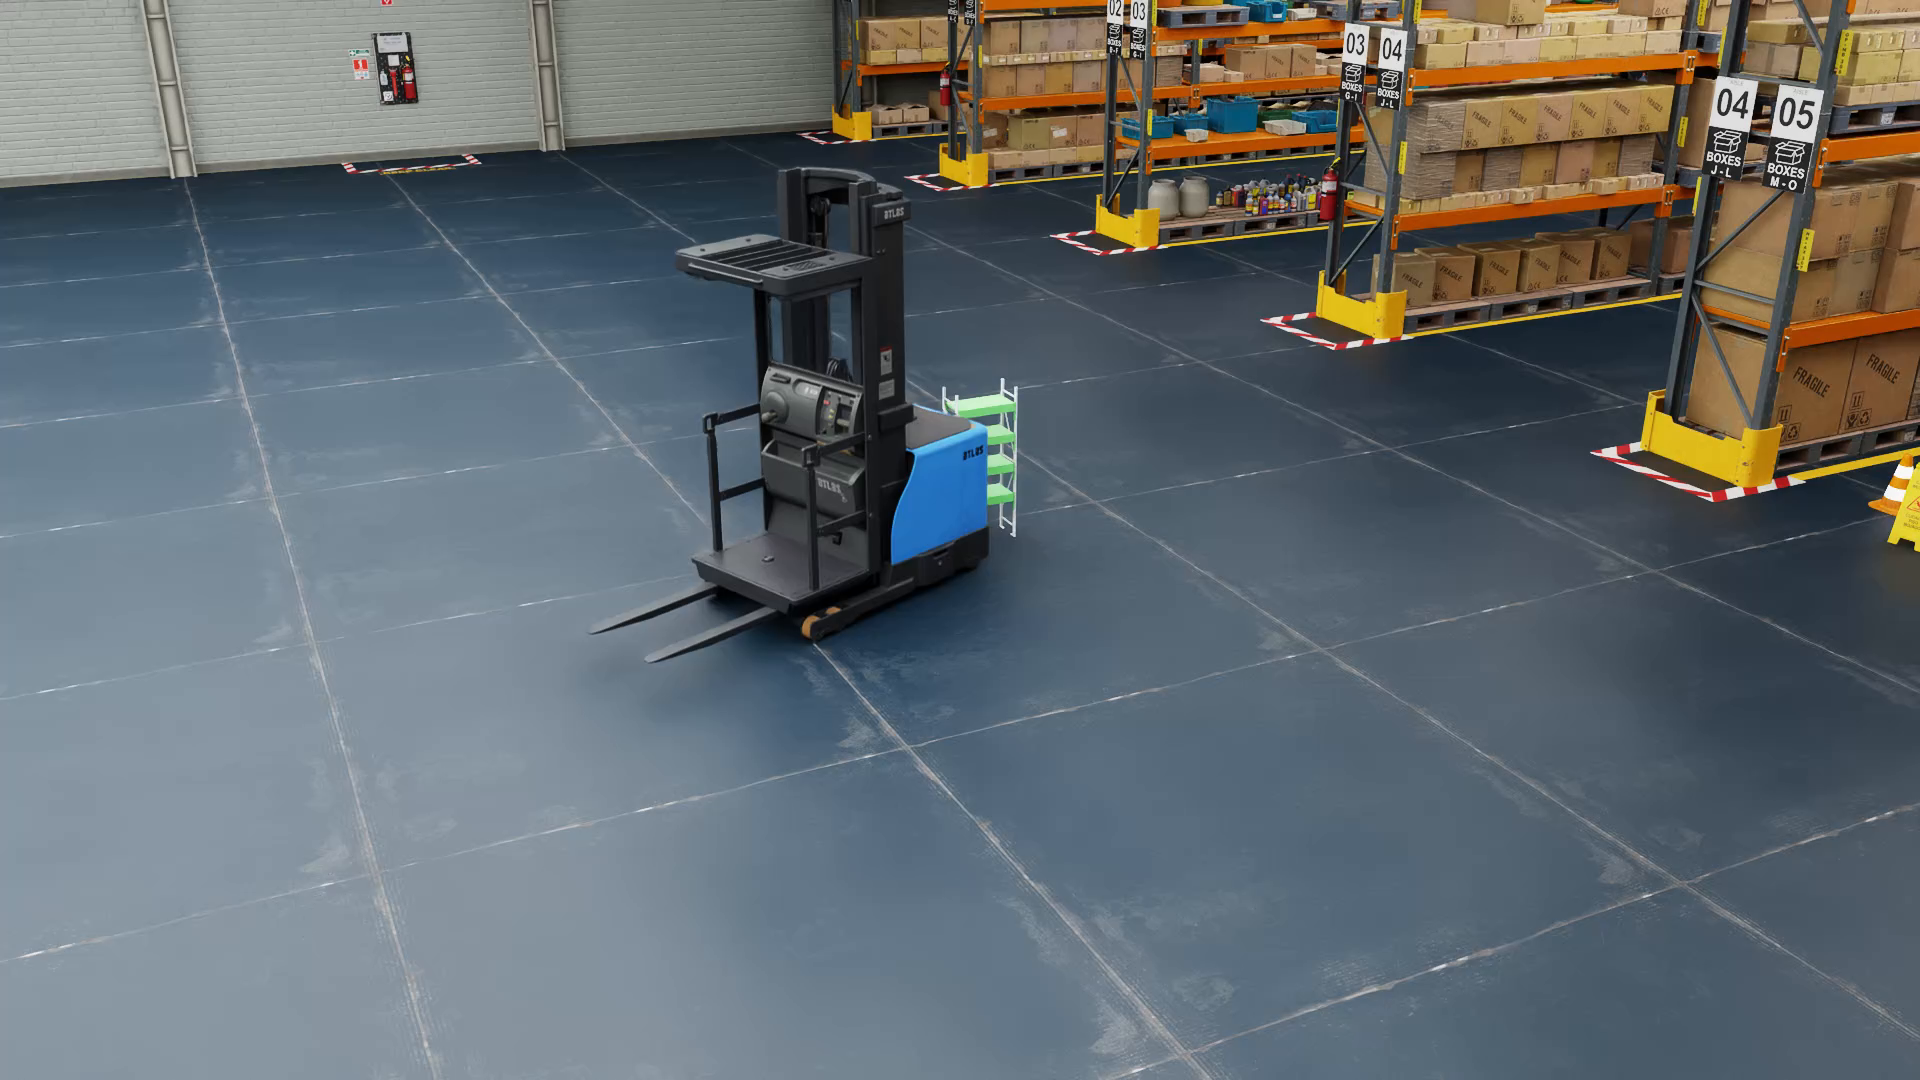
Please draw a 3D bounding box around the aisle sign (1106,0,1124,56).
[{"bbox_3d":[2.029,-6.767,21.776,0.004,0.787,0.394,-10,25,-24],"label":"aisle sign"}]

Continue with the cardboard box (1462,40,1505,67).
[{"bbox_3d":[5.379,-5.163,17.576,0.500,0.250,0.500,-11,25,-25],"label":"cardboard box"}]

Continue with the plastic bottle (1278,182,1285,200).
[{"bbox_3d":[4.633,-5.022,23.952,0.097,0.271,0.097,0,22,0],"label":"plastic bottle"}]

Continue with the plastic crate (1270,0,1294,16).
[{"bbox_3d":[4.287,-7.259,22.719,0.450,0.188,0.336,-10,25,-24],"label":"plastic crate"}]

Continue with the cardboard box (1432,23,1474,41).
[{"bbox_3d":[5.169,-5.329,17.455,0.250,0.149,0.380,-11,25,-25],"label":"cardboard box"}]

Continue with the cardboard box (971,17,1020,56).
[{"bbox_3d":[0.552,-7.910,26.110,0.500,0.500,0.700,-10,25,-23],"label":"cardboard box"}]

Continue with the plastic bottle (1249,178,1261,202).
[{"bbox_3d":[4.199,-4.994,23.782,0.185,0.351,0.144,-9,24,-21],"label":"plastic bottle"}]

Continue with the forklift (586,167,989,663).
[{"bbox_3d":[-1.151,-0.899,11.090,1.130,2.935,3.031,19,29,39],"label":"forklift"}]

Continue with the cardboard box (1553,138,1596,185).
[{"bbox_3d":[6.670,-4.373,18.874,0.500,0.500,0.875,-10,25,-24],"label":"cardboard box"}]

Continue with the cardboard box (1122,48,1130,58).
[{"bbox_3d":[2.612,-7.905,26.946,0.250,0.149,0.380,-11,25,-24],"label":"cardboard box"}]

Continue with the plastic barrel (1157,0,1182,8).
[{"bbox_3d":[2.606,-7.378,21.619,0.708,0.830,0.600,-10,25,-24],"label":"plastic barrel"}]

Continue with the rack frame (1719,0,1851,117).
[{"bbox_3d":[6.431,-4.814,12.614,0.127,3.000,1.000,-10,25,-24],"label":"rack frame"}]

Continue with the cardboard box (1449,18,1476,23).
[{"bbox_3d":[5.463,-5.556,18.004,0.250,0.149,0.380,-10,25,-23],"label":"cardboard box"}]

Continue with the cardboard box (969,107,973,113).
[{"bbox_3d":[0.080,-8.180,31.743,0.250,0.149,0.380,-13,26,-28],"label":"cardboard box"}]

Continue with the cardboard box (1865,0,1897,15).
[{"bbox_3d":[10.801,-6.504,19.835,0.500,0.500,0.500,-10,25,-24],"label":"cardboard box"}]

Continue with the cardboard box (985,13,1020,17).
[{"bbox_3d":[0.791,-9.569,31.135,0.500,0.500,0.500,-11,25,-24],"label":"cardboard box"}]

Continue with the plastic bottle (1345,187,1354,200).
[{"bbox_3d":[5.537,-4.893,23.626,0.133,0.283,0.061,-9,24,-21],"label":"plastic bottle"}]

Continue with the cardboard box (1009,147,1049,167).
[{"bbox_3d":[1.106,-6.203,26.859,0.500,0.250,0.500,-10,25,-24],"label":"cardboard box"}]

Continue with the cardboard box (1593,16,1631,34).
[{"bbox_3d":[7.101,-5.640,18.206,0.250,0.149,0.380,-11,25,-25],"label":"cardboard box"}]

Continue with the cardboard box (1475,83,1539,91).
[{"bbox_3d":[6.113,-4.837,18.687,0.500,0.500,0.500,-10,25,-24],"label":"cardboard box"}]

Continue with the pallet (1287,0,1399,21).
[{"bbox_3d":[5.219,-7.284,22.750,1.003,0.211,1.213,-10,25,-24],"label":"pallet"}]

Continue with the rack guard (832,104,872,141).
[{"bbox_3d":[-2.005,-7.747,30.811,0.348,0.500,1.175,-10,25,-24],"label":"rack guard"}]

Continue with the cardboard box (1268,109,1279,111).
[{"bbox_3d":[5.547,-7.267,28.697,0.500,0.311,0.500,-10,24,-22],"label":"cardboard box"}]

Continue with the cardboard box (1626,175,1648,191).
[{"bbox_3d":[7.679,-4.140,19.159,0.250,0.149,0.380,-10,25,-24],"label":"cardboard box"}]

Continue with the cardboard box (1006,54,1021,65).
[{"bbox_3d":[0.762,-7.564,26.123,0.250,0.149,0.380,-11,25,-25],"label":"cardboard box"}]

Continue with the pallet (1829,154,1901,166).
[{"bbox_3d":[10.983,-4.852,20.799,1.003,0.211,1.213,-10,25,-24],"label":"pallet"}]

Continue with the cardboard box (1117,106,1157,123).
[{"bbox_3d":[2.903,-6.885,27.527,0.500,0.500,0.500,-10,25,-24],"label":"cardboard box"}]

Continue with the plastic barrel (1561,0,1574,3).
[{"bbox_3d":[9.018,-8.294,24.796,0.421,0.512,0.421,0,22,0],"label":"plastic barrel"}]

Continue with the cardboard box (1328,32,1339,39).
[{"bbox_3d":[7.625,-10.460,34.400,0.250,0.149,0.380,-10,25,-24],"label":"cardboard box"}]

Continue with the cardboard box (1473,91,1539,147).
[{"bbox_3d":[5.888,-4.575,18.053,0.500,0.500,0.500,-10,25,-24],"label":"cardboard box"}]

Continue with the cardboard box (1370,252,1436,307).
[{"bbox_3d":[4.941,-2.905,18.565,0.500,0.500,0.500,-6,23,-14],"label":"cardboard box"}]

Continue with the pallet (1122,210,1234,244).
[{"bbox_3d":[3.005,-4.348,22.979,1.213,0.211,1.003,-10,25,-24],"label":"pallet"}]

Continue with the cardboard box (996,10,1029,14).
[{"bbox_3d":[1.016,-9.833,31.773,0.500,0.500,0.500,-11,25,-25],"label":"cardboard box"}]

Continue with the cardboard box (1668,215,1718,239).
[{"bbox_3d":[8.976,-3.647,20.332,0.500,0.500,0.700,-11,25,-24],"label":"cardboard box"}]

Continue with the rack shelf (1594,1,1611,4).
[{"bbox_3d":[11.233,-8.187,25.626,4.000,0.370,1.077,-10,25,-24],"label":"rack shelf"}]

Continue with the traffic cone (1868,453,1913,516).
[{"bbox_3d":[7.525,-0.469,13.277,0.334,0.463,0.336,-10,25,-24],"label":"traffic cone"}]

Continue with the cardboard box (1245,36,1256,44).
[{"bbox_3d":[5.762,-10.123,33.586,0.250,0.149,0.380,-10,25,-23],"label":"cardboard box"}]

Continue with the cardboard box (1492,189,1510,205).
[{"bbox_3d":[5.855,-3.827,18.401,0.250,0.149,0.380,-10,25,-24],"label":"cardboard box"}]

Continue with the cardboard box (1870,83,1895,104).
[{"bbox_3d":[7.108,-3.541,13.109,0.250,0.149,0.380,-10,25,-23],"label":"cardboard box"}]

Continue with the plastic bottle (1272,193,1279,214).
[{"bbox_3d":[4.391,-4.684,23.137,0.097,0.271,0.097,0,22,0],"label":"plastic bottle"}]

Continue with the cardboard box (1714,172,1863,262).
[{"bbox_3d":[6.782,-2.658,13.642,0.550,0.550,0.875,-10,25,-24],"label":"cardboard box"}]

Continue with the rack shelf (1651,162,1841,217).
[{"bbox_3d":[9.777,-4.431,20.473,4.000,0.370,1.077,-10,25,-24],"label":"rack shelf"}]

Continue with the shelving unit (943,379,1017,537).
[{"bbox_3d":[0.149,-0.582,12.587,0.503,1.200,0.258,-10,25,-24],"label":"shelving unit"}]

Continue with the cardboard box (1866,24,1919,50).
[{"bbox_3d":[7.326,-3.950,13.055,0.250,0.149,0.380,-11,25,-24],"label":"cardboard box"}]

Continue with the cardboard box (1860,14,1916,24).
[{"bbox_3d":[7.733,-4.304,13.910,0.250,0.149,0.380,-11,25,-24],"label":"cardboard box"}]

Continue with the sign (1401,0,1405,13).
[{"bbox_3d":[6.056,-7.337,22.620,0.005,0.325,0.100,-10,25,-24],"label":"sign"}]

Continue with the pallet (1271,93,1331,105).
[{"bbox_3d":[6.975,-9.233,34.780,1.213,0.211,1.003,-10,25,-24],"label":"pallet"}]

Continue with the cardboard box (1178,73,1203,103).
[{"bbox_3d":[4.508,-9.127,33.571,0.500,0.500,0.700,-10,25,-23],"label":"cardboard box"}]

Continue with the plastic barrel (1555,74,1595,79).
[{"bbox_3d":[9.144,-6.683,24.796,0.708,0.536,0.600,-10,25,-24],"label":"plastic barrel"}]

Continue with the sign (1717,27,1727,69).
[{"bbox_3d":[6.208,-3.990,13.491,0.005,0.325,0.100,-10,25,-24],"label":"sign"}]

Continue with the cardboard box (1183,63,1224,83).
[{"bbox_3d":[4.107,-7.874,28.045,0.500,0.250,0.500,-9,24,-20],"label":"cardboard box"}]

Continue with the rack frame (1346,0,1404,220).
[{"bbox_3d":[5.827,-6.139,23.658,0.127,3.000,1.000,-10,25,-24],"label":"rack frame"}]

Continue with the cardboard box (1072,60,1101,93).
[{"bbox_3d":[1.898,-7.560,26.960,0.500,0.500,0.700,-10,24,-22],"label":"cardboard box"}]

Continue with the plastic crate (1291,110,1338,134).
[{"bbox_3d":[4.948,-5.793,23.016,0.616,0.251,0.499,-10,25,-24],"label":"plastic crate"}]

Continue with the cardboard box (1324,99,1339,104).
[{"bbox_3d":[6.687,-7.707,29.759,0.500,0.311,0.500,-10,24,-22],"label":"cardboard box"}]

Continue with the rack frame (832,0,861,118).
[{"bbox_3d":[-2.074,-8.889,30.303,0.127,3.000,1.000,-10,25,-24],"label":"rack frame"}]
